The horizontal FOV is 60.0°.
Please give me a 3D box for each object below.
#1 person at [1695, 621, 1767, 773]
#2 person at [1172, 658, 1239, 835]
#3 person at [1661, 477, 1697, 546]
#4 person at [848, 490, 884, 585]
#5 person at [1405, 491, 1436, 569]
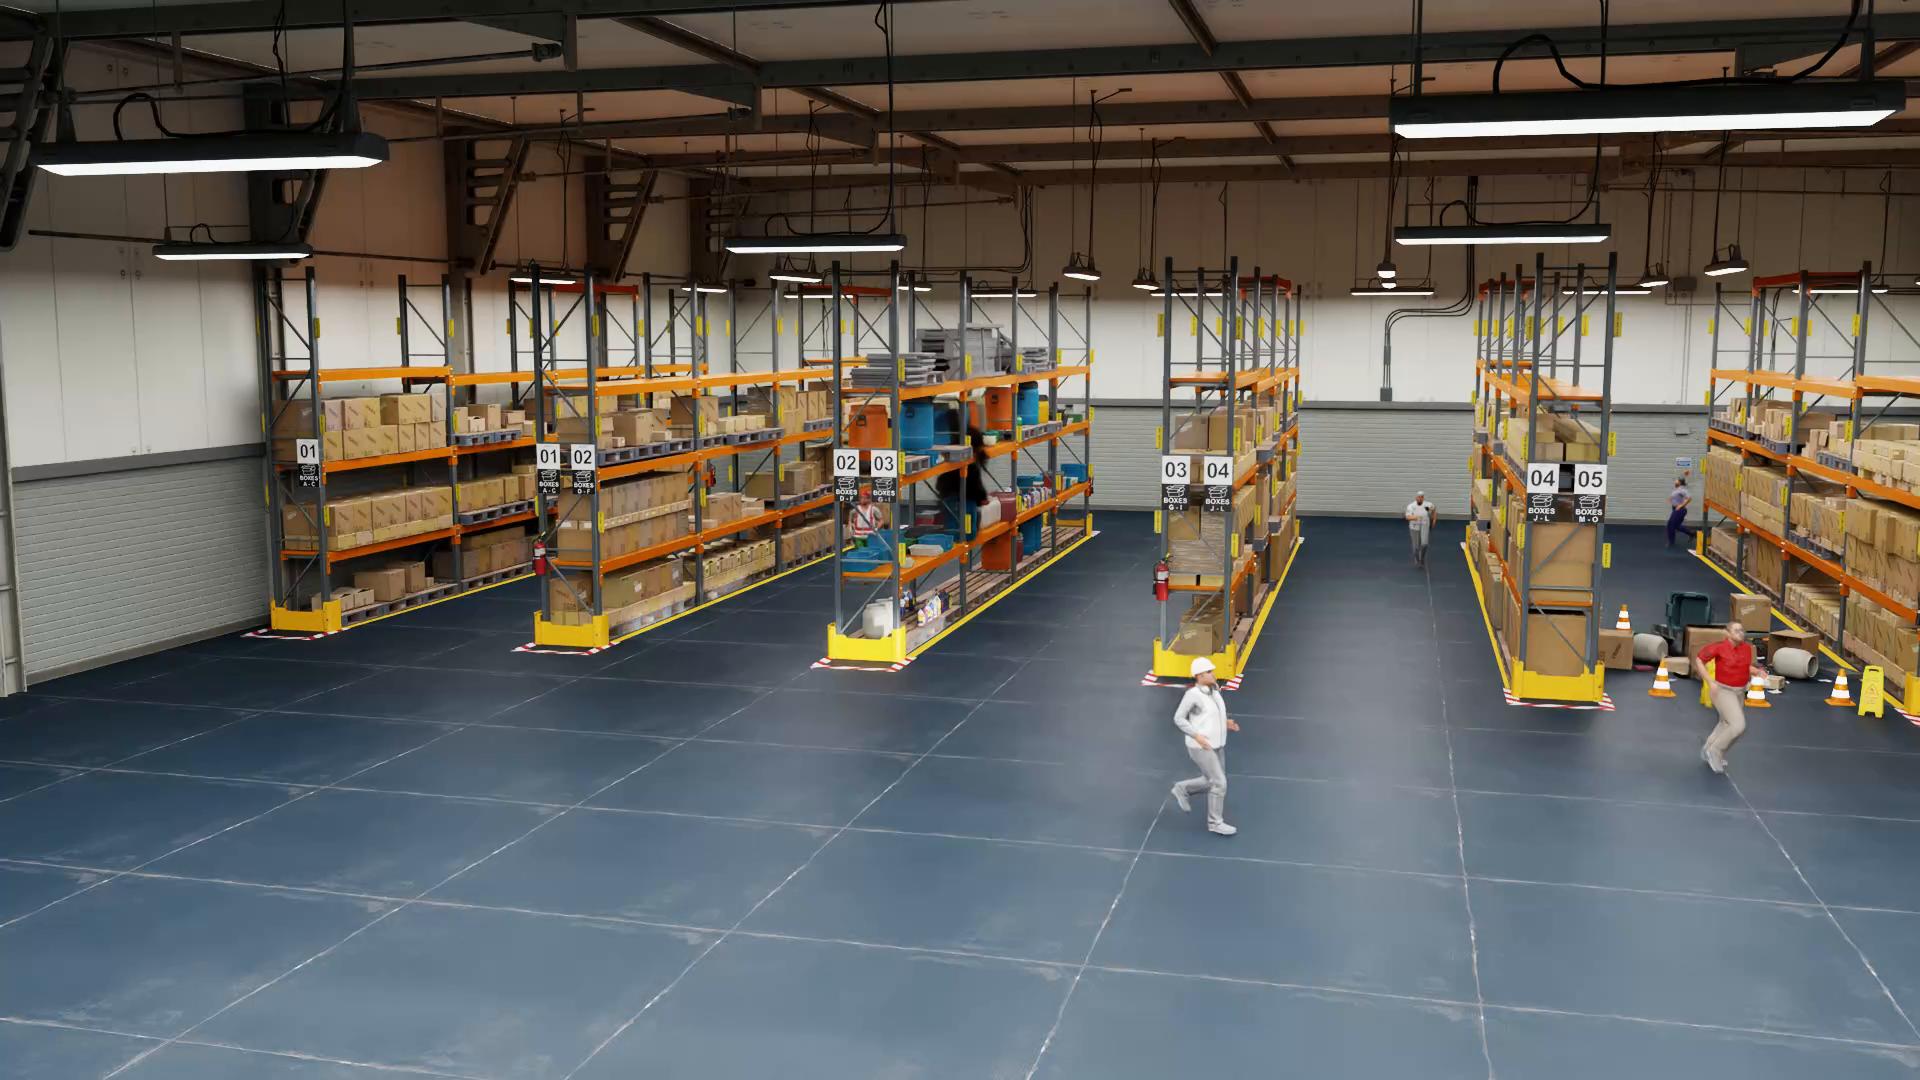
[{"bbox_3d":[8.762,1.788,18.859,0.630,1.755,0.709,-4,8,-27],"label":"person"},{"bbox_3d":[2.434,2.041,16.645,0.803,1.739,0.668,6,9,38],"label":"person"},{"bbox_3d":[16.616,-0.641,38.282,0.795,1.647,0.617,2,8,16],"label":"person"},{"bbox_3d":[-1.755,-0.026,30.527,0.648,1.762,0.564,1,7,7],"label":"person"},{"bbox_3d":[9.594,-0.211,34.632,0.633,1.633,0.776,2,7,12],"label":"person"}]
